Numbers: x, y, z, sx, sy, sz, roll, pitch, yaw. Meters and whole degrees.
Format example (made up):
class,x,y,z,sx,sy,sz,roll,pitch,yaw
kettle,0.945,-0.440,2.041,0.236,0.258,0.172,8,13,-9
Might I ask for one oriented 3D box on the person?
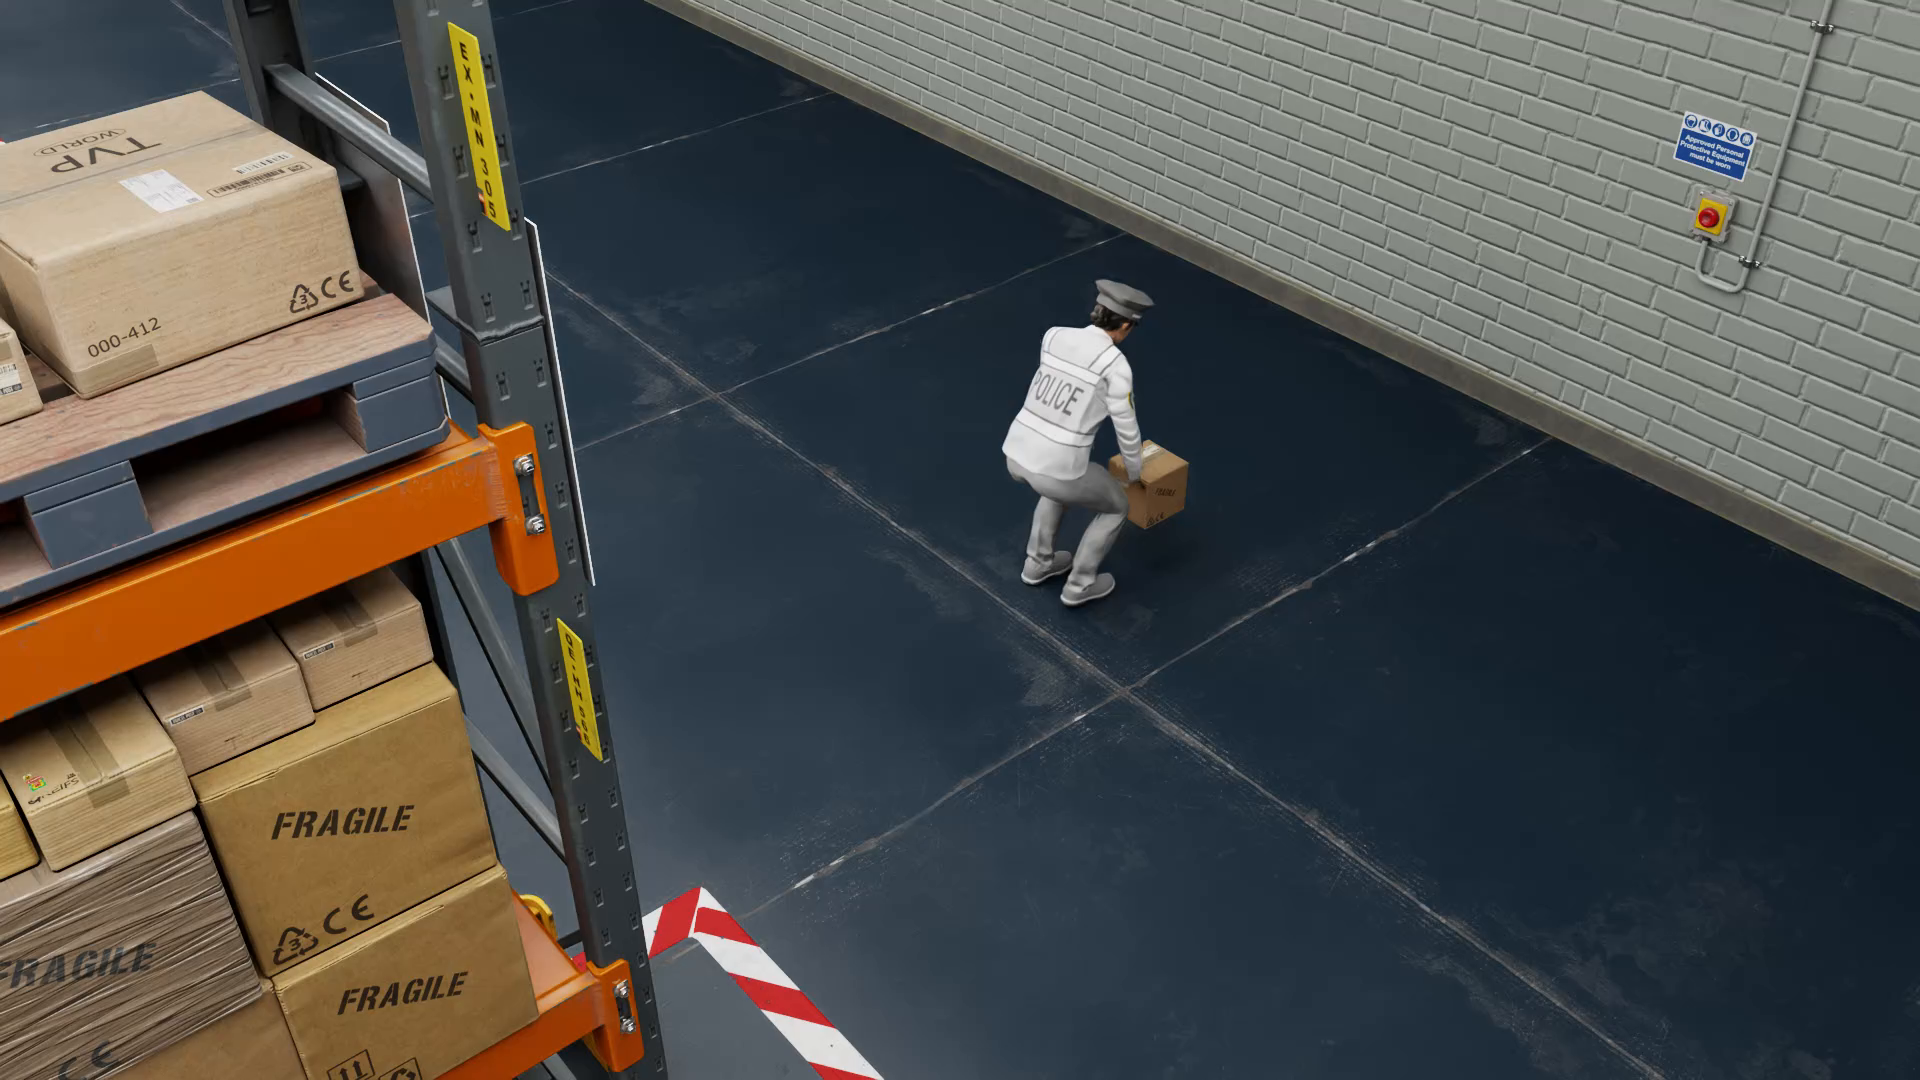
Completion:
class,x,y,z,sx,sy,sz,roll,pitch,yaw
person,0.485,-0.396,6.941,0.708,1.376,0.535,-26,44,-31
